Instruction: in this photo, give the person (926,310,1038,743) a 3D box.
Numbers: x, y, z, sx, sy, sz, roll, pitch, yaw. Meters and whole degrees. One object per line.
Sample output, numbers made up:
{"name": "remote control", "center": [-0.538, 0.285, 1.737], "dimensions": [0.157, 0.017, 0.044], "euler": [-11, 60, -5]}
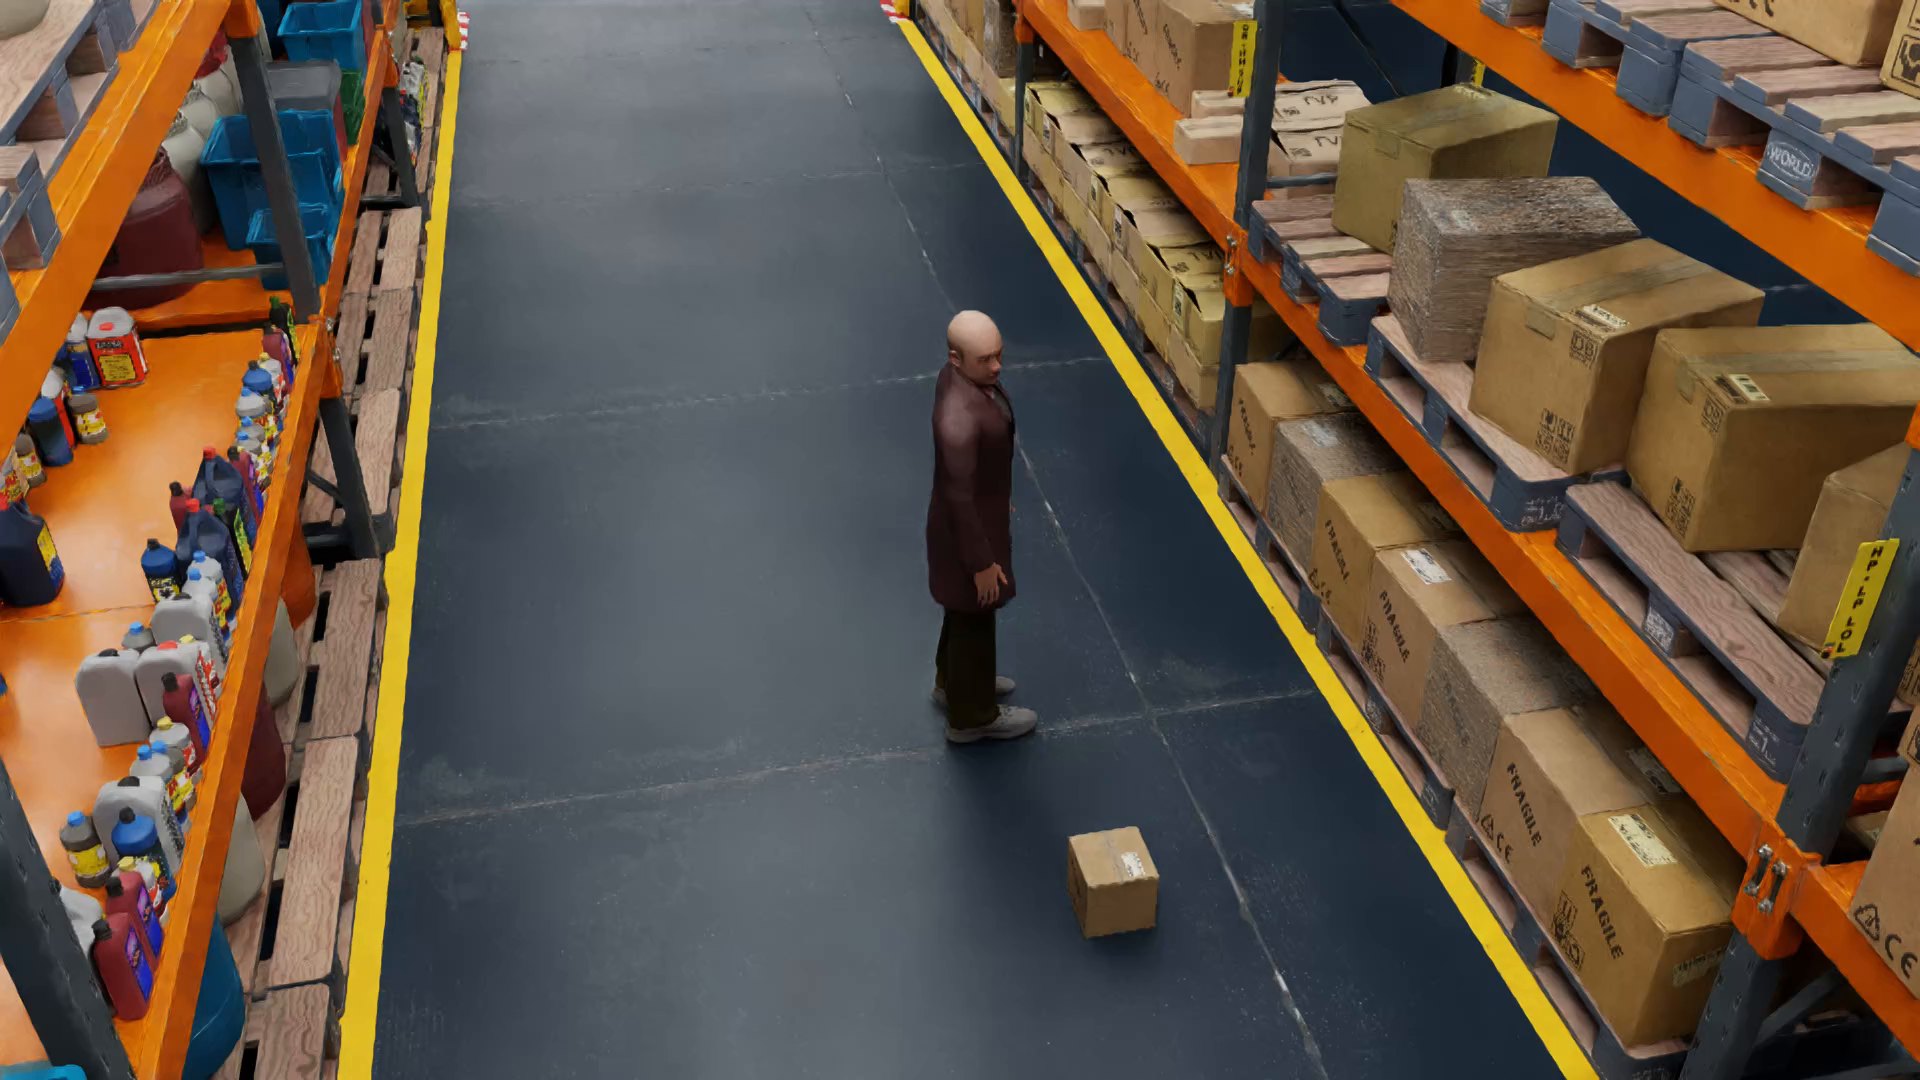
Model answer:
{"name": "person", "center": [0.093, -0.012, 6.166], "dimensions": [0.435, 1.830, 0.634], "euler": [2, 34, 3]}
